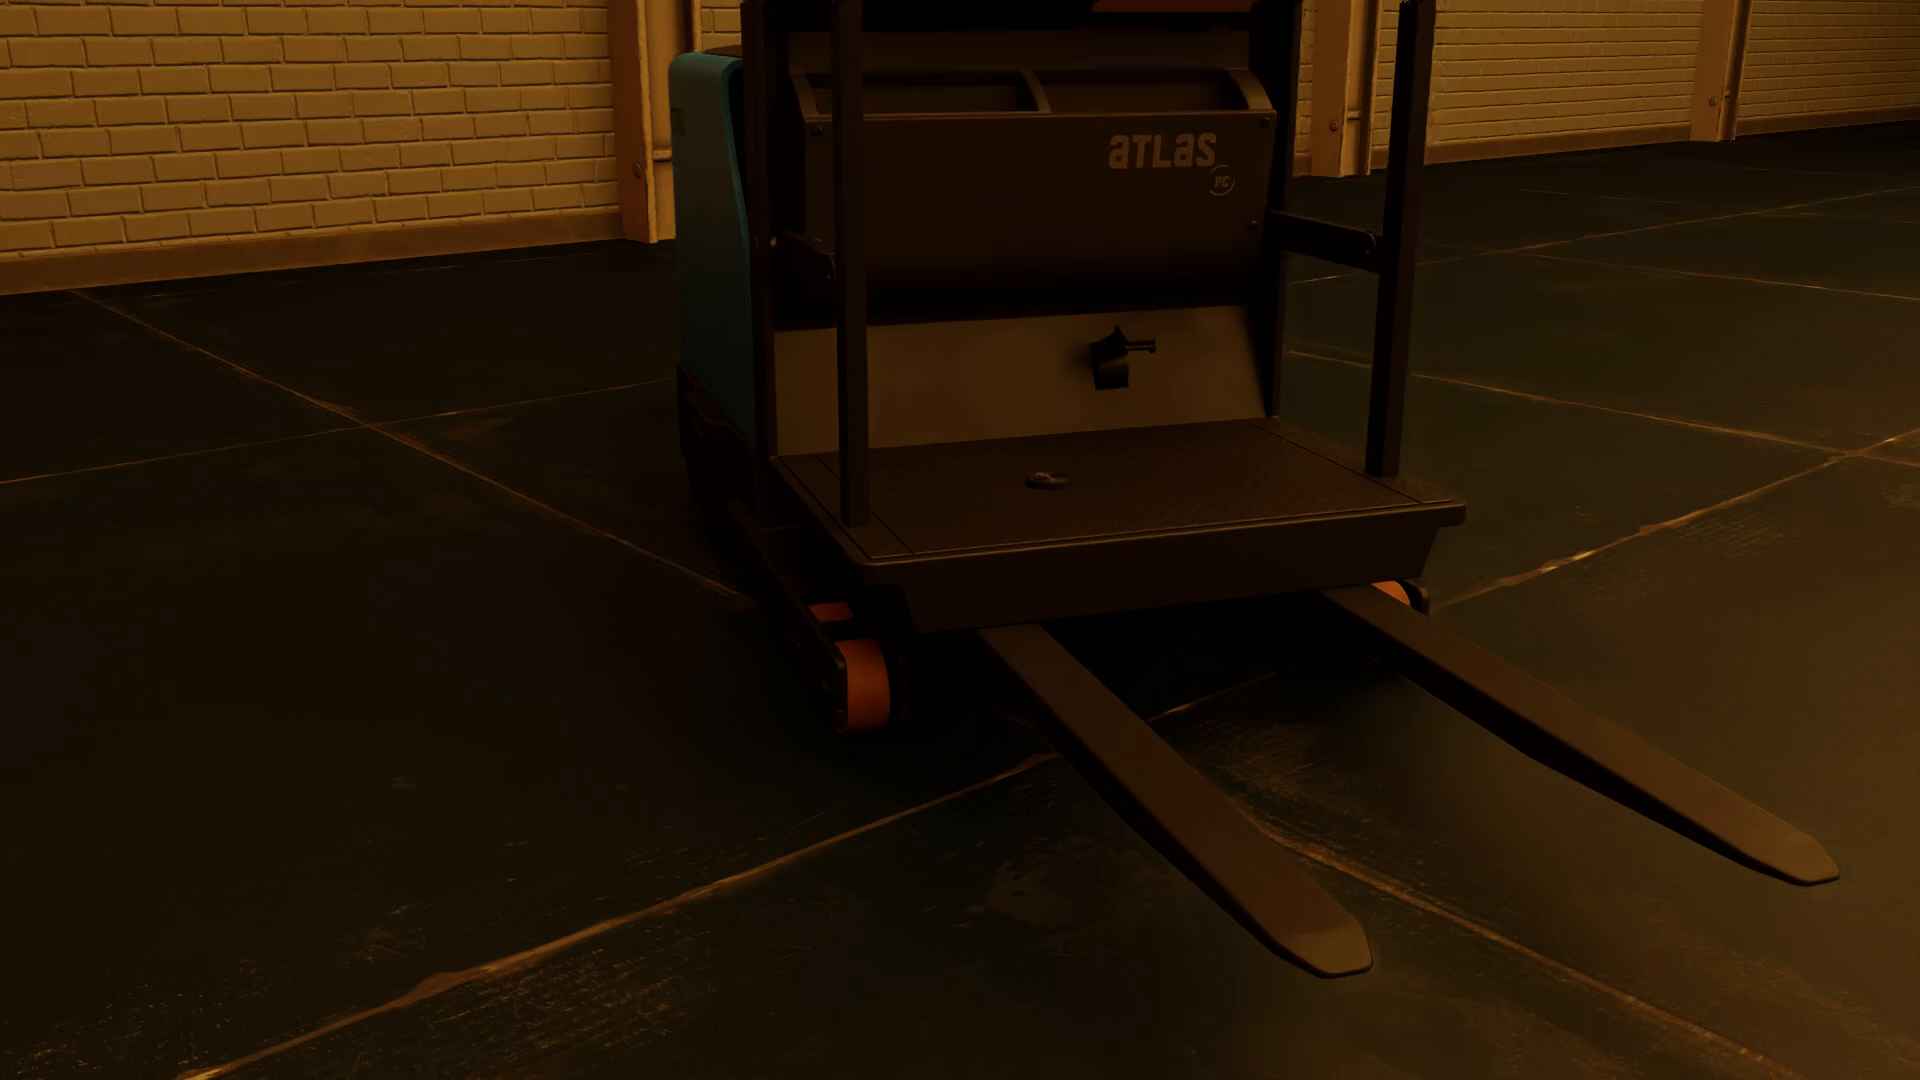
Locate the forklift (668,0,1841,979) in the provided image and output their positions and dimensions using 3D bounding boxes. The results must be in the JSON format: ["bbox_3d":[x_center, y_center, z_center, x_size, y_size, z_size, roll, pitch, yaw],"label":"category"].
[{"bbox_3d":[0.214,-1.204,2.790,1.130,2.935,3.031,-6,18,-17],"label":"forklift"}]
